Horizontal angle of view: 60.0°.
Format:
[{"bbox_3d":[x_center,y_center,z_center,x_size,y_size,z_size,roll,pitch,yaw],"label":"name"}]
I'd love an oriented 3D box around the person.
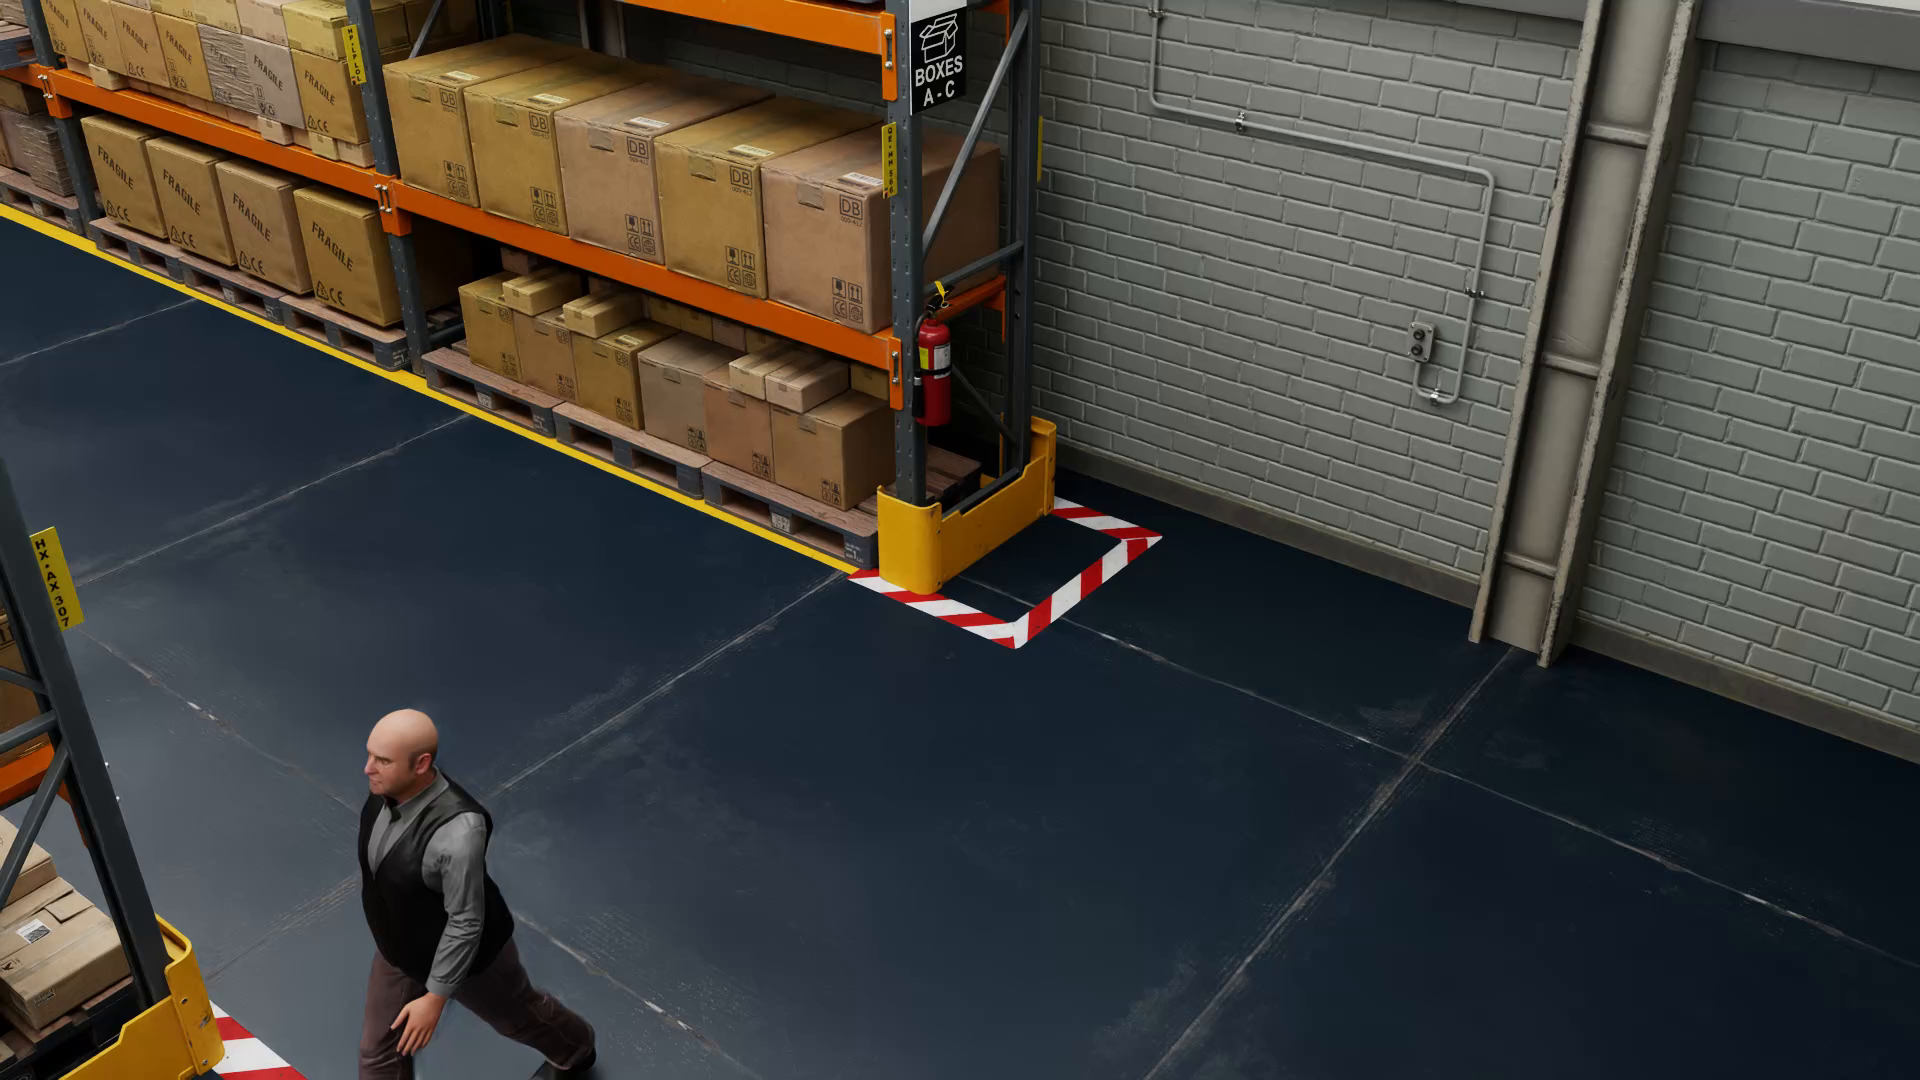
[{"bbox_3d":[-1.618,1.255,5.017,0.558,1.658,1.043,21,37,31],"label":"person"}]
